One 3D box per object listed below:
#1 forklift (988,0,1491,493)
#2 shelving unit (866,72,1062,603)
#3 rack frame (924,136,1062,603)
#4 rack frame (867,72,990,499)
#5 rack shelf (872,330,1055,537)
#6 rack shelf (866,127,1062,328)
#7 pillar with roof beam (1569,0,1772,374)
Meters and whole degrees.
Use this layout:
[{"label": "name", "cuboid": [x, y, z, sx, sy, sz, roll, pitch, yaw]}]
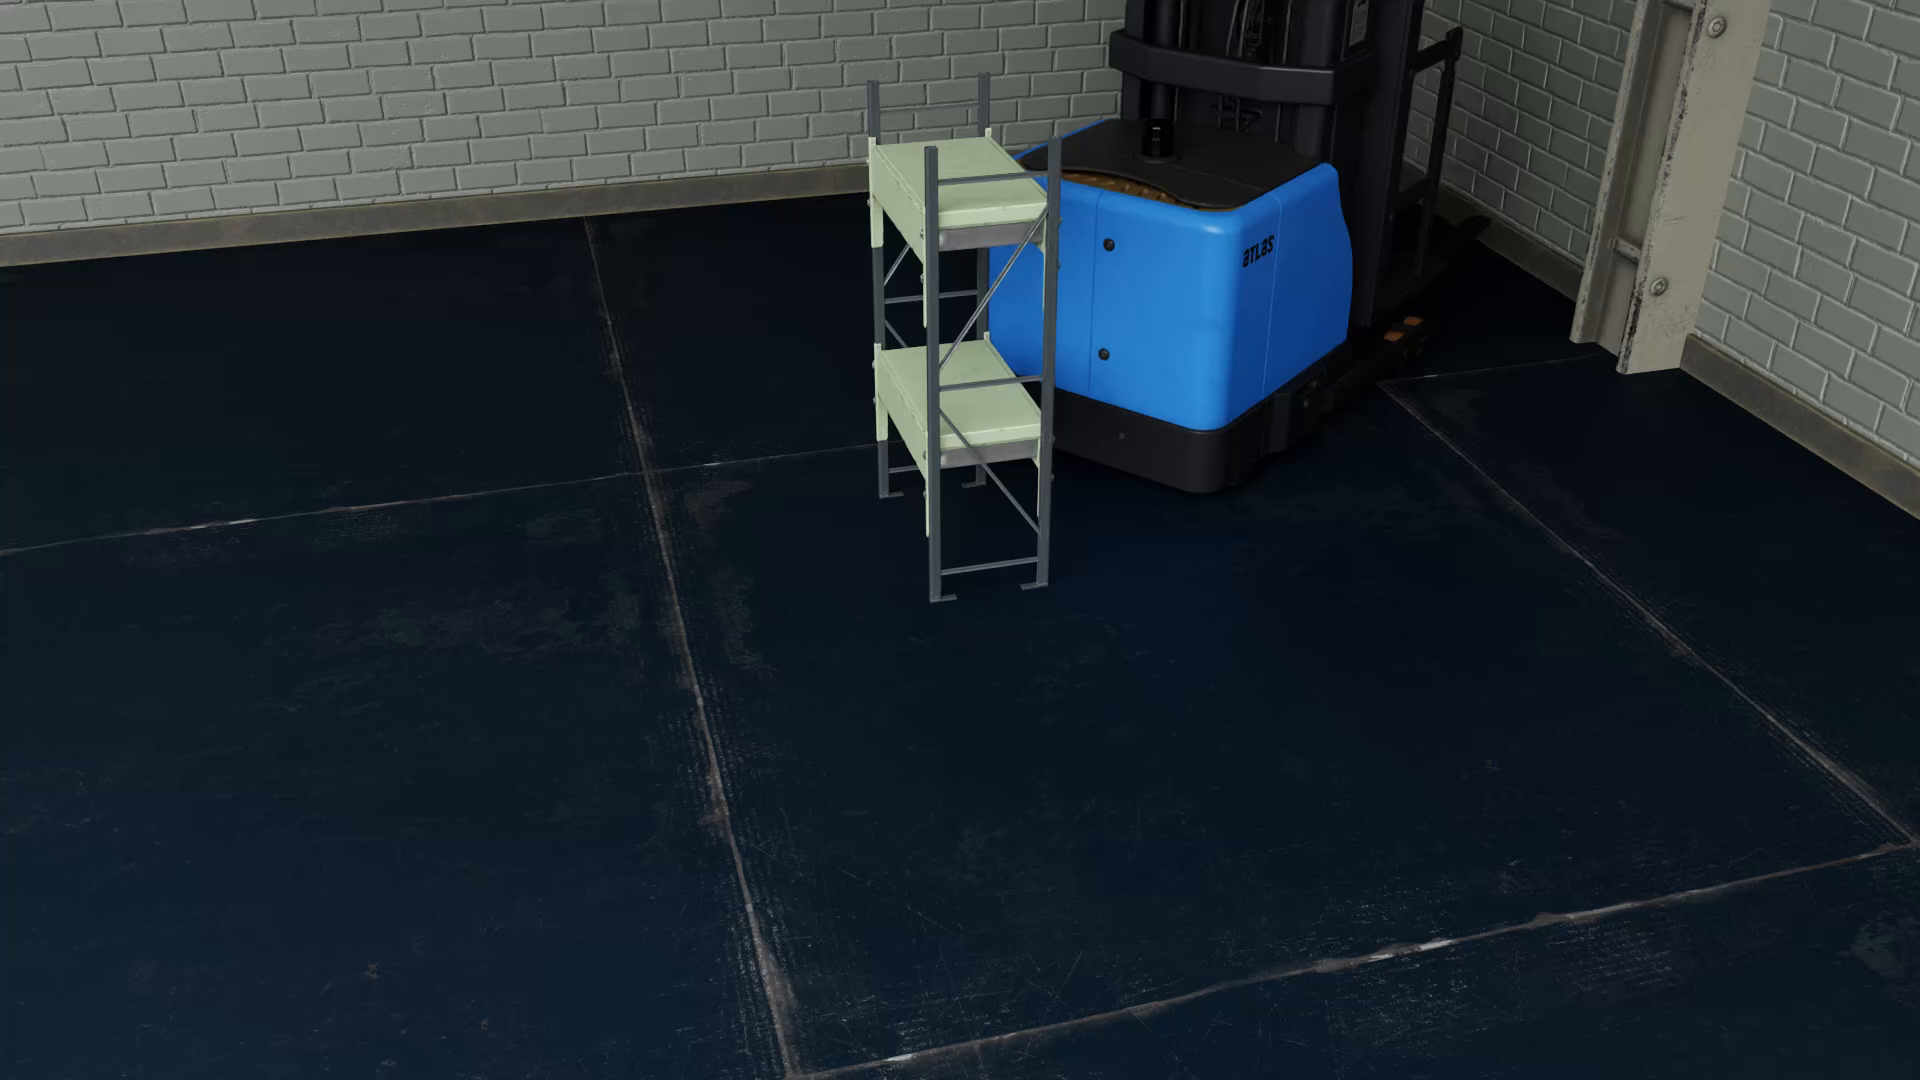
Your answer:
[{"label": "forklift", "cuboid": [1.368, -2.114, 6.476, 1.130, 2.935, 3.031, 21, 36, 31]}, {"label": "shelving unit", "cuboid": [-0.002, -0.652, 5.380, 0.431, 1.500, 0.755, -8, 31, -13]}, {"label": "rack frame", "cuboid": [0.095, -0.476, 5.074, 0.400, 1.500, 0.023, -8, 31, -13]}, {"label": "rack frame", "cuboid": [-0.099, -0.829, 5.685, 0.400, 1.500, 0.023, -8, 31, -13]}, {"label": "rack shelf", "cuboid": [-0.002, -0.370, 5.543, 0.431, 0.370, 0.720, -8, 31, -13]}, {"label": "rack shelf", "cuboid": [-0.002, -0.990, 5.184, 0.431, 0.370, 0.720, -8, 31, -13]}, {"label": "pillar with roof beam", "cuboid": [-1.288, -4.129, 3.901, 9.100, 9.000, 0.400, -8, 31, -13]}]
